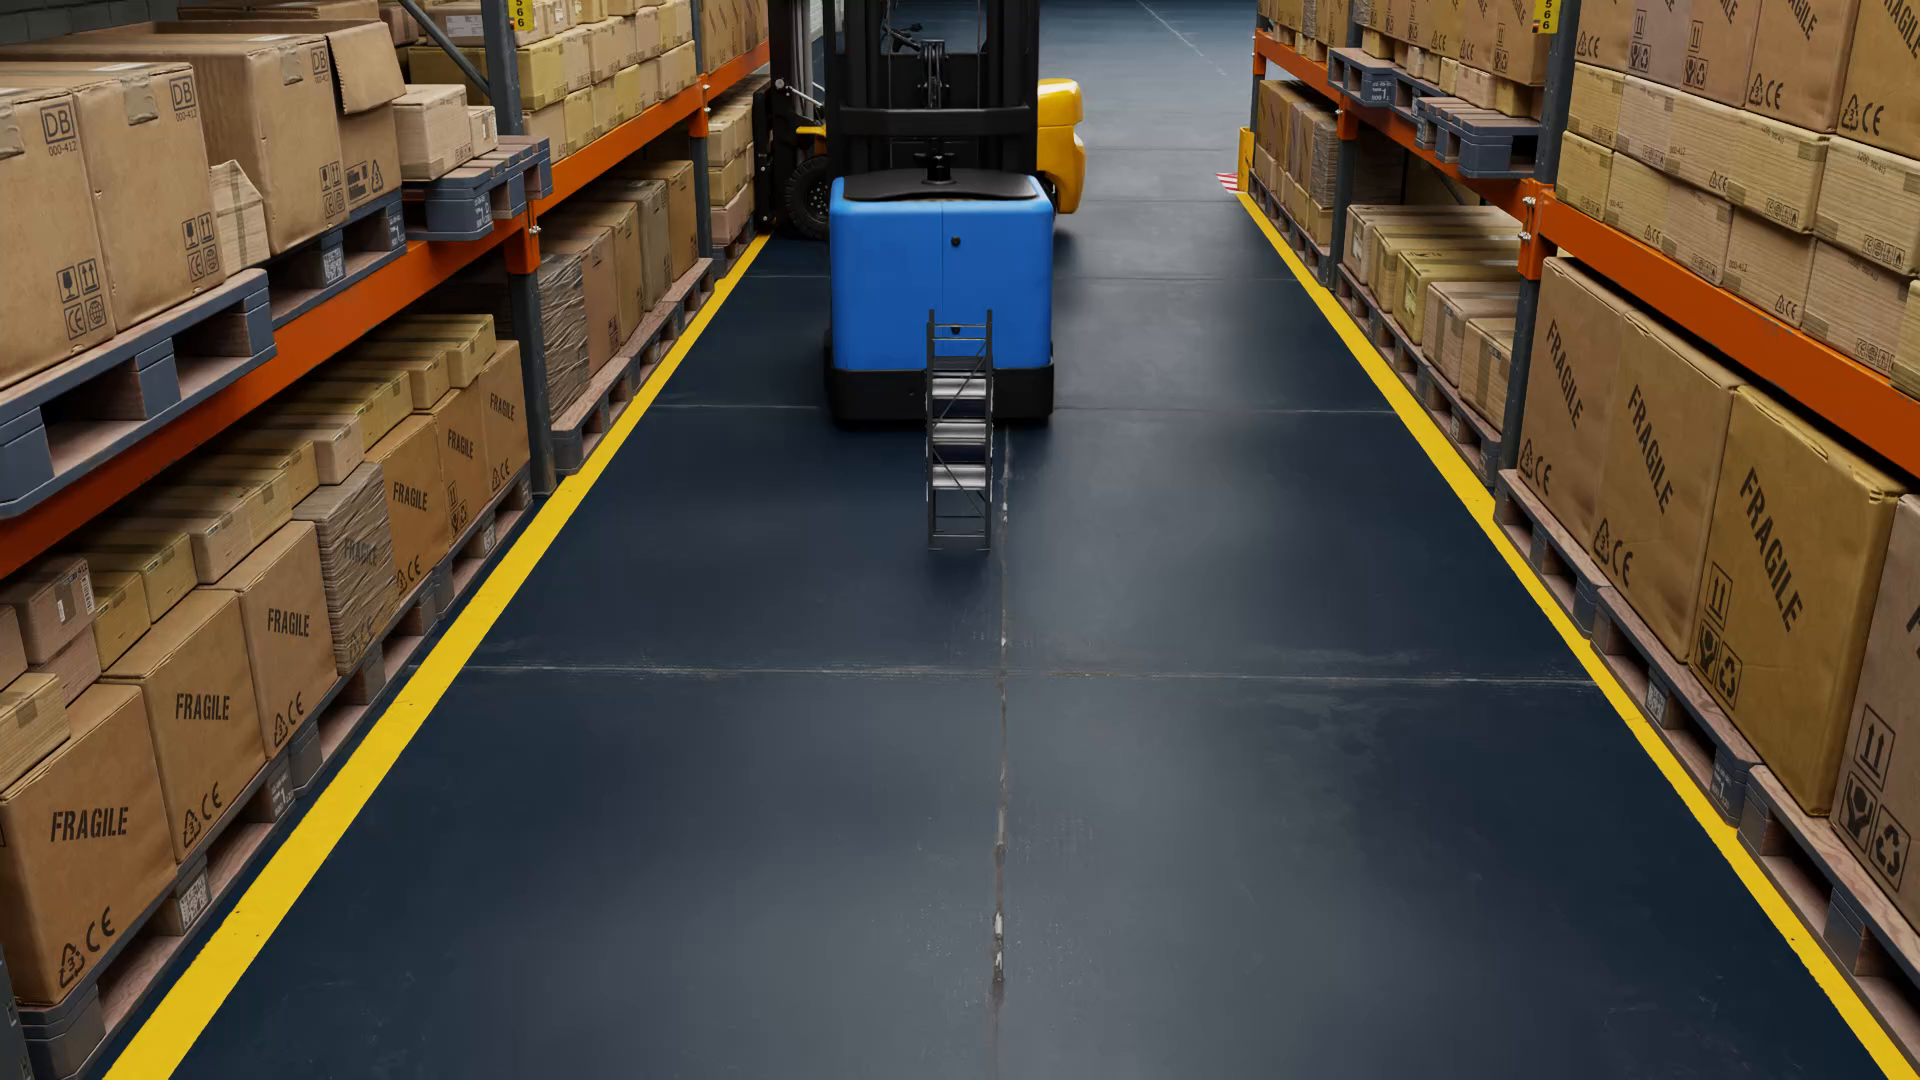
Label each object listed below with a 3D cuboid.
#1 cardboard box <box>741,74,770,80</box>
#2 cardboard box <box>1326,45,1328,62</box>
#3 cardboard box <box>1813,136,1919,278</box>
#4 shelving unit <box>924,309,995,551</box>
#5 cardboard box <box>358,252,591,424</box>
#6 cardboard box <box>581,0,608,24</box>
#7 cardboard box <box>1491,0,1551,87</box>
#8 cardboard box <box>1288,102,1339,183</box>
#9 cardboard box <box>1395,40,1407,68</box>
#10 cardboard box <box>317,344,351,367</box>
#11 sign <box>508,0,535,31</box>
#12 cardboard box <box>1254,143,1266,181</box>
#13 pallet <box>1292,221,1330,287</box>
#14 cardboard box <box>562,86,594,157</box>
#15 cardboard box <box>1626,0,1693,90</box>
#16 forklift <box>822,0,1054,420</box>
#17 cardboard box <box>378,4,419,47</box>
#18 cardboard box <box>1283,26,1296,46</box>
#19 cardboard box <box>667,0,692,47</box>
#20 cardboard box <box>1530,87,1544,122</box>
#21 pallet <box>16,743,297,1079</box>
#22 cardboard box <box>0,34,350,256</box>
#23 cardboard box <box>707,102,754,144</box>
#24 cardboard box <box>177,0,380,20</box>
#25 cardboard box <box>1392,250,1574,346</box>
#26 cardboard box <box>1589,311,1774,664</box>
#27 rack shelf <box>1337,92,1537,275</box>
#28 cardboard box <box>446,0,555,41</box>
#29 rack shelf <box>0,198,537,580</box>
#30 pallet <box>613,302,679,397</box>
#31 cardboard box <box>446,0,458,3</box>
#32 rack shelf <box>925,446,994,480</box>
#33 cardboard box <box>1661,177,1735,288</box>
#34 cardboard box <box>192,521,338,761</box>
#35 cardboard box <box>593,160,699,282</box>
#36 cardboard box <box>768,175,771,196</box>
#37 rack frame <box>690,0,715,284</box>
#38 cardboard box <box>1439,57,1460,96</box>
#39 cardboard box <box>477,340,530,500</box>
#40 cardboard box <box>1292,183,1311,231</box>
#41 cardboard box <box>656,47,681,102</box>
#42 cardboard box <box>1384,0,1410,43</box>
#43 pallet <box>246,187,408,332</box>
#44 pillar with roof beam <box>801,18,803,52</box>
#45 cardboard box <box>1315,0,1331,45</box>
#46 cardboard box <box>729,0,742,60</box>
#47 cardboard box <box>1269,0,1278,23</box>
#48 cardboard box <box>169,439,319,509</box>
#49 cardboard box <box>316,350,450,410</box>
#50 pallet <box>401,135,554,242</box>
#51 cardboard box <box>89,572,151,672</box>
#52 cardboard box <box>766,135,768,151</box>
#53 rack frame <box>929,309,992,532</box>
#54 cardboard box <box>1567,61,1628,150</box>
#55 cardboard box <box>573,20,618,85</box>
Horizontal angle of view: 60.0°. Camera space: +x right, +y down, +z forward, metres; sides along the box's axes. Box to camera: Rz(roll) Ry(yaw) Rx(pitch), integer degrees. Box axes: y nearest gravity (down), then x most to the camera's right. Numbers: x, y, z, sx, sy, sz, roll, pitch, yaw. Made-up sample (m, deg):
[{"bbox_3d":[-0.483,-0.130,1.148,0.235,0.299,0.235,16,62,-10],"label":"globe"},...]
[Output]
[{"bbox_3d":[-1.680,-3.706,13.771,0.500,0.250,0.500,1,21,3],"label":"cardboard box"},{"bbox_3d":[2.676,-3.272,11.162,0.380,0.149,0.250,0,21,1],"label":"cardboard box"},{"bbox_3d":[2.407,-0.797,3.952,0.500,0.250,0.500,1,21,3],"label":"cardboard box"},{"bbox_3d":[0.000,-0.417,6.359,0.258,0.900,0.210,1,21,2],"label":"shelving unit"},{"bbox_3d":[-2.188,-0.917,7.448,0.875,0.625,0.625,1,21,3],"label":"cardboard box"},{"bbox_3d":[-1.888,-2.531,7.870,0.380,0.149,0.250,1,21,3],"label":"cardboard box"},{"bbox_3d":[2.477,-2.098,6.660,0.500,0.500,0.500,0,21,0],"label":"cardboard box"},{"bbox_3d":[2.640,-2.845,11.898,0.500,0.500,0.500,2,21,4],"label":"cardboard box"},{"bbox_3d":[2.532,-2.592,8.830,0.380,0.149,0.250,1,21,2],"label":"cardboard box"},{"bbox_3d":[-2.548,-0.751,6.295,0.380,0.149,0.250,2,21,4],"label":"cardboard box"},{"bbox_3d":[-1.678,-2.103,6.312,0.100,0.325,0.005,1,21,2],"label":"sign"},{"bbox_3d":[2.683,-3.068,13.509,0.500,0.250,0.500,0,21,1],"label":"cardboard box"},{"bbox_3d":[2.847,-1.939,11.235,1.003,0.211,1.213,1,21,2],"label":"pallet"},{"bbox_3d":[-1.943,-1.873,7.416,0.500,0.250,0.500,0,21,0],"label":"cardboard box"},{"bbox_3d":[2.476,-1.707,5.262,0.500,0.500,0.500,1,21,2],"label":"cardboard box"},{"bbox_3d":[-0.160,-2.413,8.696,1.130,2.935,3.031,-1,21,-3],"label":"forklift"},{"bbox_3d":[-2.413,-2.072,6.687,0.380,0.149,0.250,1,21,3],"label":"cardboard box"},{"bbox_3d":[2.656,-3.833,12.608,0.380,0.149,0.250,1,21,3],"label":"cardboard box"},{"bbox_3d":[-1.858,-3.032,9.713,0.500,0.250,0.500,0,21,0],"label":"cardboard box"},{"bbox_3d":[2.516,-1.750,6.658,0.380,0.149,0.250,1,21,4],"label":"cardboard box"},{"bbox_3d":[-2.355,0.849,4.050,1.003,0.211,1.213,1,21,2],"label":"pallet"},{"bbox_3d":[-2.065,-1.043,4.351,0.700,0.500,0.500,1,21,1],"label":"cardboard box"},{"bbox_3d":[-1.741,-2.966,11.864,0.500,0.250,0.500,1,21,3],"label":"cardboard box"},{"bbox_3d":[-2.393,-1.661,5.944,0.500,0.500,0.500,2,21,4],"label":"cardboard box"},{"bbox_3d":[2.811,-1.266,8.696,0.950,0.372,0.625,1,21,3],"label":"cardboard box"},{"bbox_3d":[2.605,-0.184,5.212,0.875,0.875,0.875,1,21,2],"label":"cardboard box"},{"bbox_3d":[2.802,-1.938,8.370,1.077,0.370,4.000,1,21,2],"label":"rack shelf"},{"bbox_3d":[-1.910,-2.161,6.916,0.380,0.149,0.250,1,21,3],"label":"cardboard box"},{"bbox_3d":[-2.282,-0.545,4.780,1.077,0.370,4.000,1,21,2],"label":"rack shelf"},{"bbox_3d":[-2.117,-1.040,8.918,1.003,0.211,1.213,1,21,2],"label":"pallet"},{"bbox_3d":[-2.425,-2.444,7.646,0.380,0.149,0.250,1,21,1],"label":"cardboard box"},{"bbox_3d":[0.000,-0.302,6.403,0.258,0.077,0.200,1,21,2],"label":"rack shelf"},{"bbox_3d":[2.455,-0.930,4.987,0.500,0.250,0.500,1,21,3],"label":"cardboard box"},{"bbox_3d":[-2.077,0.267,4.568,0.500,0.500,0.500,0,21,0],"label":"cardboard box"},{"bbox_3d":[-2.104,-1.949,10.108,0.875,0.625,0.625,2,21,4],"label":"cardboard box"},{"bbox_3d":[-1.718,-2.688,12.529,0.500,0.250,0.500,1,21,3],"label":"cardboard box"},{"bbox_3d":[-2.099,-3.049,10.241,1.000,3.000,0.127,1,21,2],"label":"rack frame"},{"bbox_3d":[2.424,-2.129,7.637,0.380,0.149,0.250,1,21,3],"label":"cardboard box"},{"bbox_3d":[-2.019,-0.478,6.490,0.500,0.500,0.500,1,21,3],"label":"cardboard box"},{"bbox_3d":[2.618,-2.319,11.580,0.500,0.250,0.500,0,21,0],"label":"cardboard box"},{"bbox_3d":[-1.863,-2.612,9.323,0.500,0.250,0.500,1,21,1],"label":"cardboard box"},{"bbox_3d":[2.518,-2.851,8.600,0.500,0.500,0.500,1,21,1],"label":"cardboard box"},{"bbox_3d":[-2.275,-0.810,4.736,1.003,0.211,1.213,1,21,2],"label":"pallet"},{"bbox_3d":[1.769,-11.342,23.320,9.100,9.000,0.400,1,21,2],"label":"pillar with roof beam"},{"bbox_3d":[2.636,-3.531,10.933,0.500,0.500,0.500,1,21,3],"label":"cardboard box"},{"bbox_3d":[-1.811,-3.625,11.587,0.500,0.500,0.500,0,21,1],"label":"cardboard box"},{"bbox_3d":[2.680,-4.272,12.843,0.500,0.500,0.500,1,21,3],"label":"cardboard box"},{"bbox_3d":[-2.109,-0.187,4.843,0.380,0.149,0.250,1,21,2],"label":"cardboard box"},{"bbox_3d":[-2.012,-0.561,5.806,0.380,0.149,0.250,0,21,0],"label":"cardboard box"},{"bbox_3d":[-2.171,-1.268,5.915,1.213,0.211,1.003,1,21,2],"label":"pallet"},{"bbox_3d":[-2.138,0.190,3.872,0.380,0.149,0.250,0,21,-1],"label":"cardboard box"},{"bbox_3d":[-1.719,-2.914,12.422,0.500,0.250,0.500,1,21,1],"label":"cardboard box"},{"bbox_3d":[0.003,-0.453,6.453,0.240,0.900,0.006,1,21,2],"label":"rack frame"},{"bbox_3d":[2.478,-1.532,5.848,0.500,0.250,0.500,0,21,1],"label":"cardboard box"},{"bbox_3d":[-1.913,-2.294,7.811,0.500,0.250,0.500,0,21,0],"label":"cardboard box"}]
